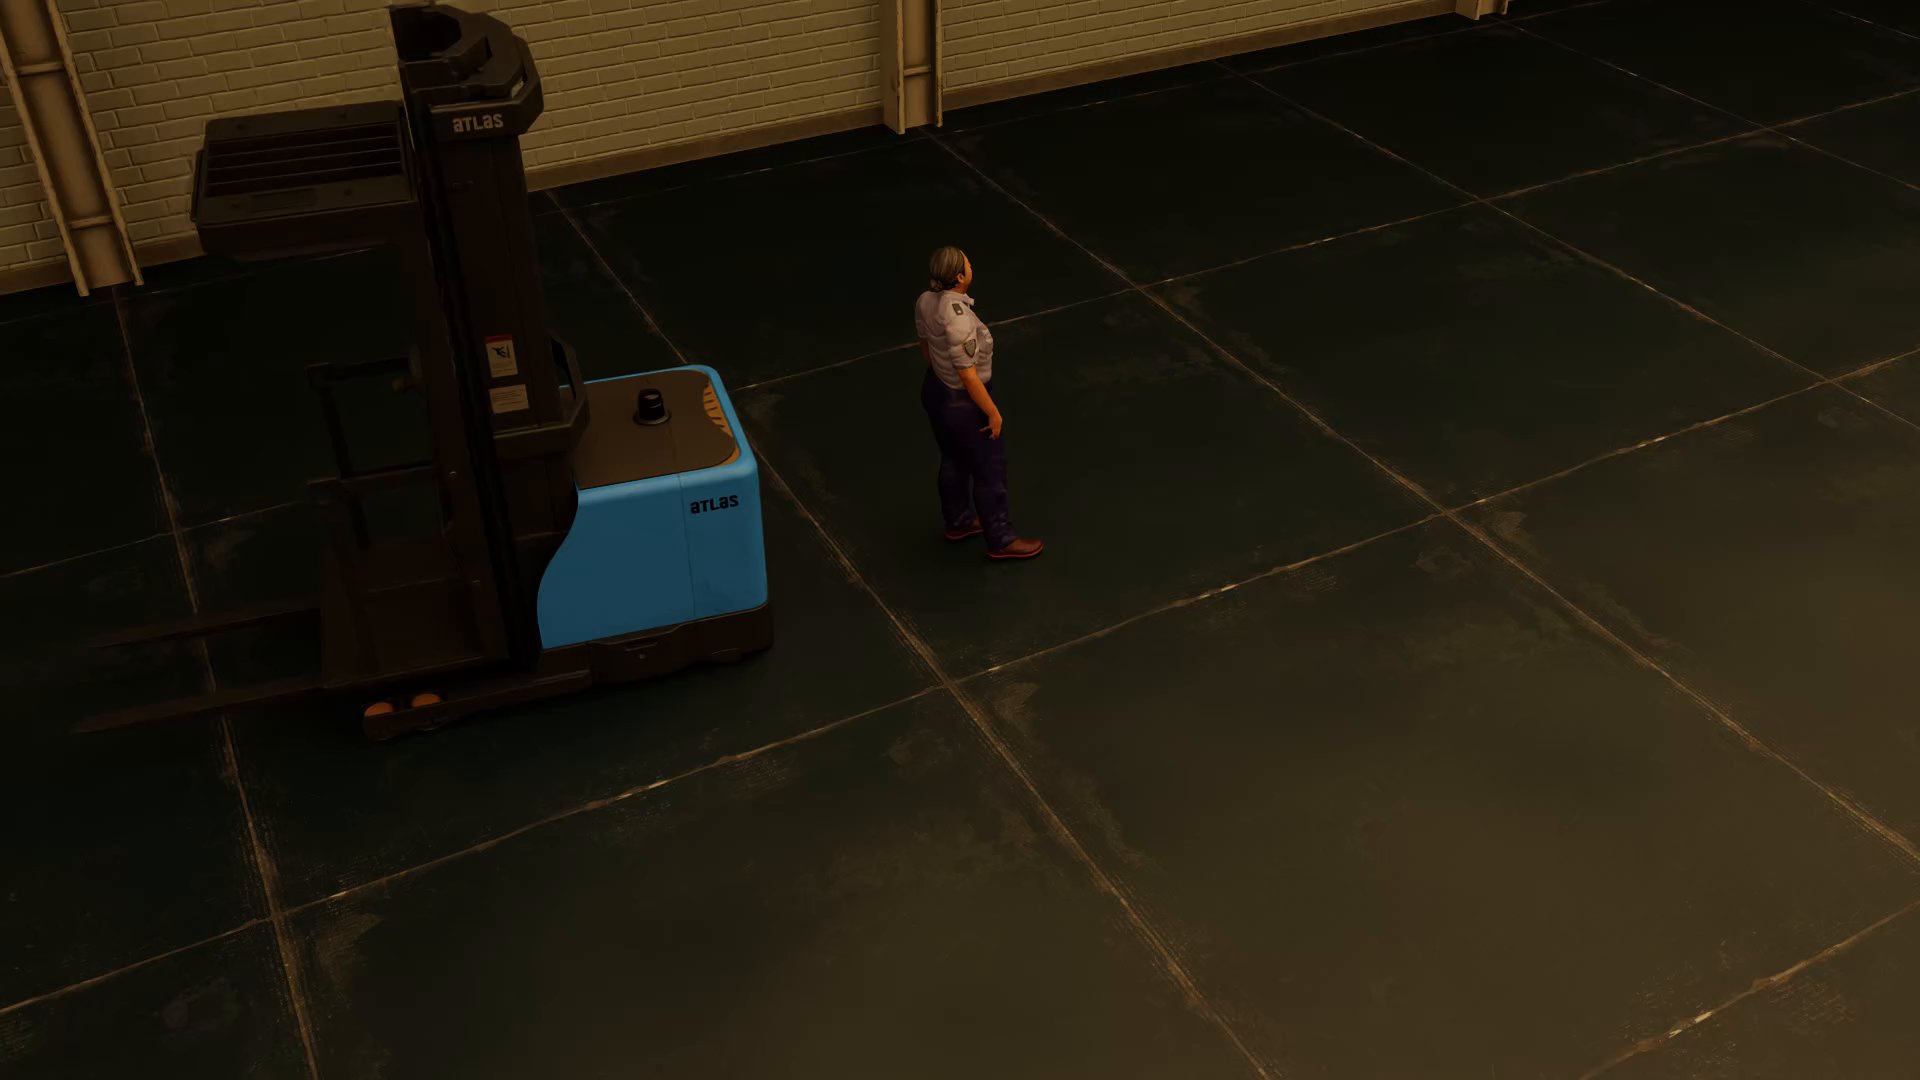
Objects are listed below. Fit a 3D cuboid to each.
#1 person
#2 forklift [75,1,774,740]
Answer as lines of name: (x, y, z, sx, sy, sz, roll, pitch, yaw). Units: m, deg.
person: (0.090, -0.691, 8.201, 0.502, 1.651, 0.598, -17, 39, -23)
forklift: (-2.455, -0.651, 7.044, 3.031, 2.935, 1.130, -11, 37, -15)
